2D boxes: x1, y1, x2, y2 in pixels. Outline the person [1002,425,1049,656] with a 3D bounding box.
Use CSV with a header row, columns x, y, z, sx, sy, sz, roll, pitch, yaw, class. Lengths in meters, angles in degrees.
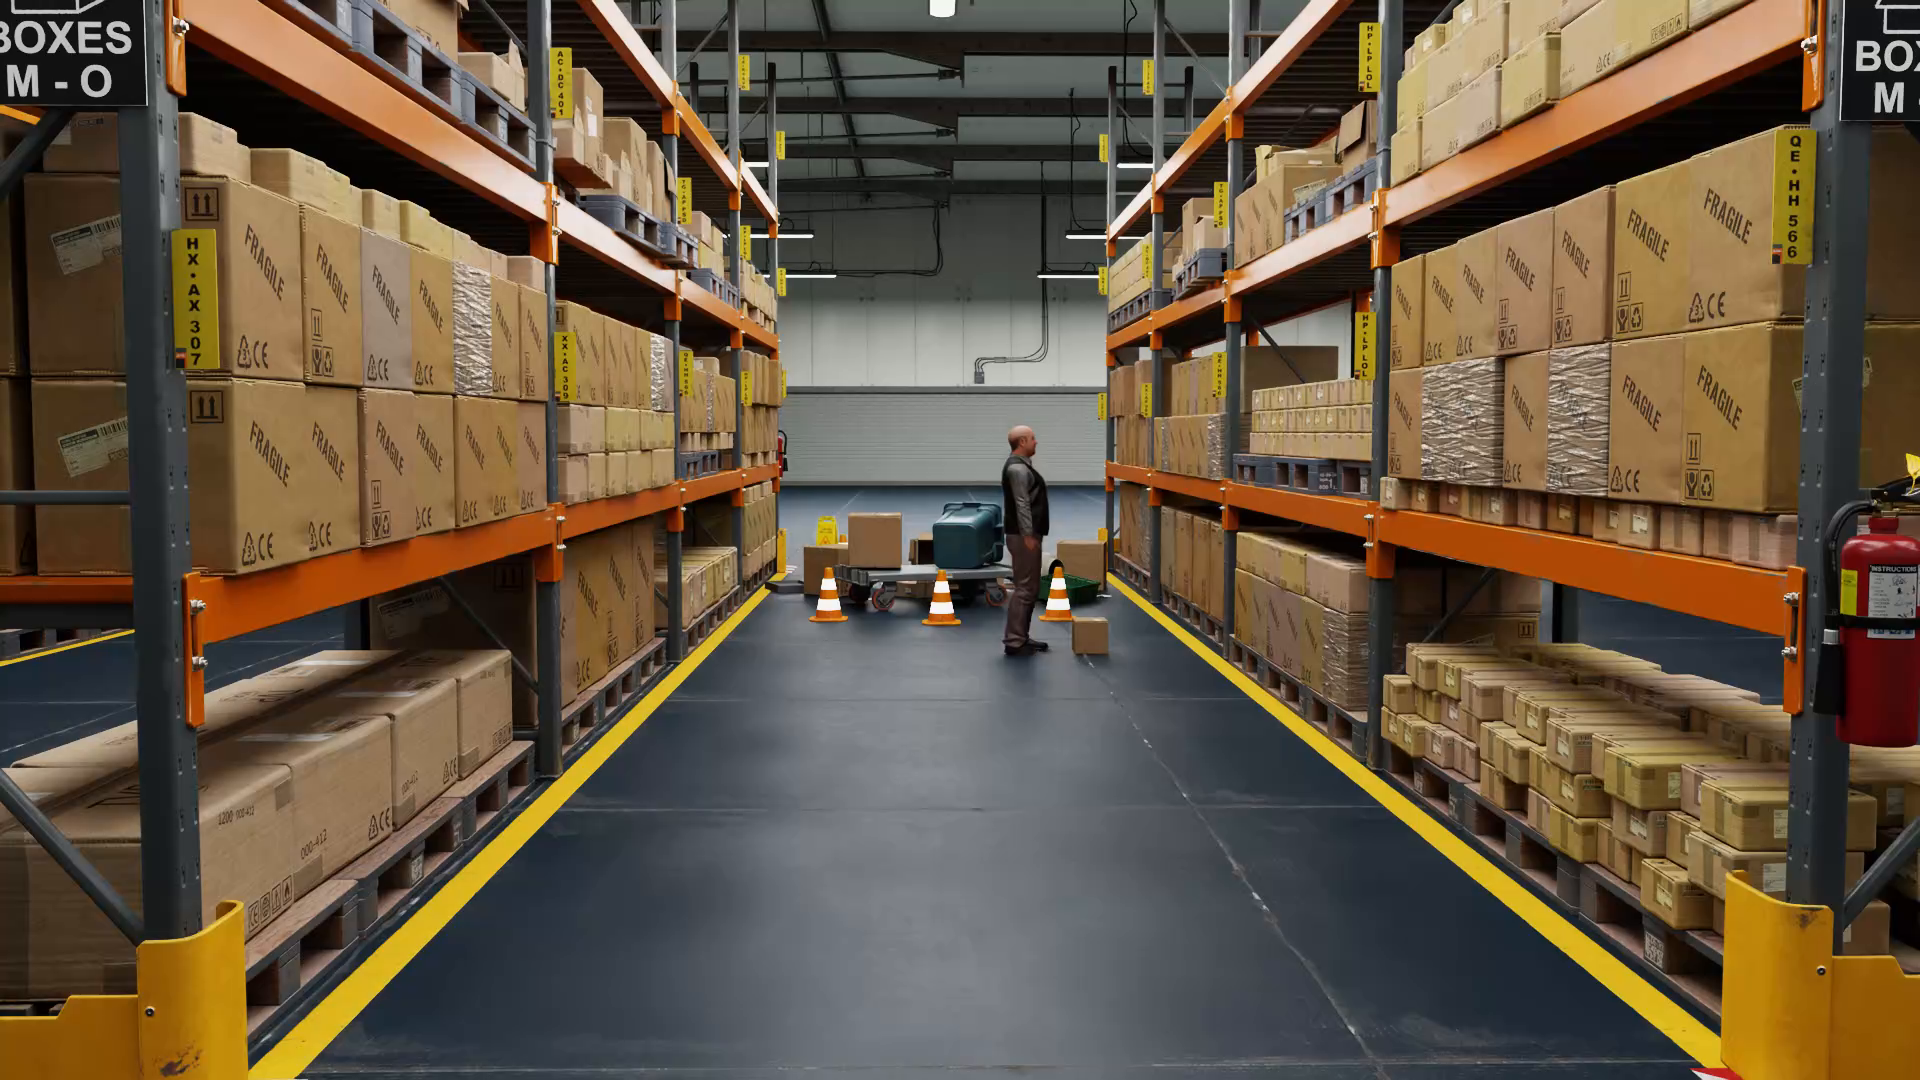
x,y,z,sx,sy,sz,roll,pitch,yaw,class
0.495,0.013,12.566,0.362,1.756,0.531,0,4,0,person
